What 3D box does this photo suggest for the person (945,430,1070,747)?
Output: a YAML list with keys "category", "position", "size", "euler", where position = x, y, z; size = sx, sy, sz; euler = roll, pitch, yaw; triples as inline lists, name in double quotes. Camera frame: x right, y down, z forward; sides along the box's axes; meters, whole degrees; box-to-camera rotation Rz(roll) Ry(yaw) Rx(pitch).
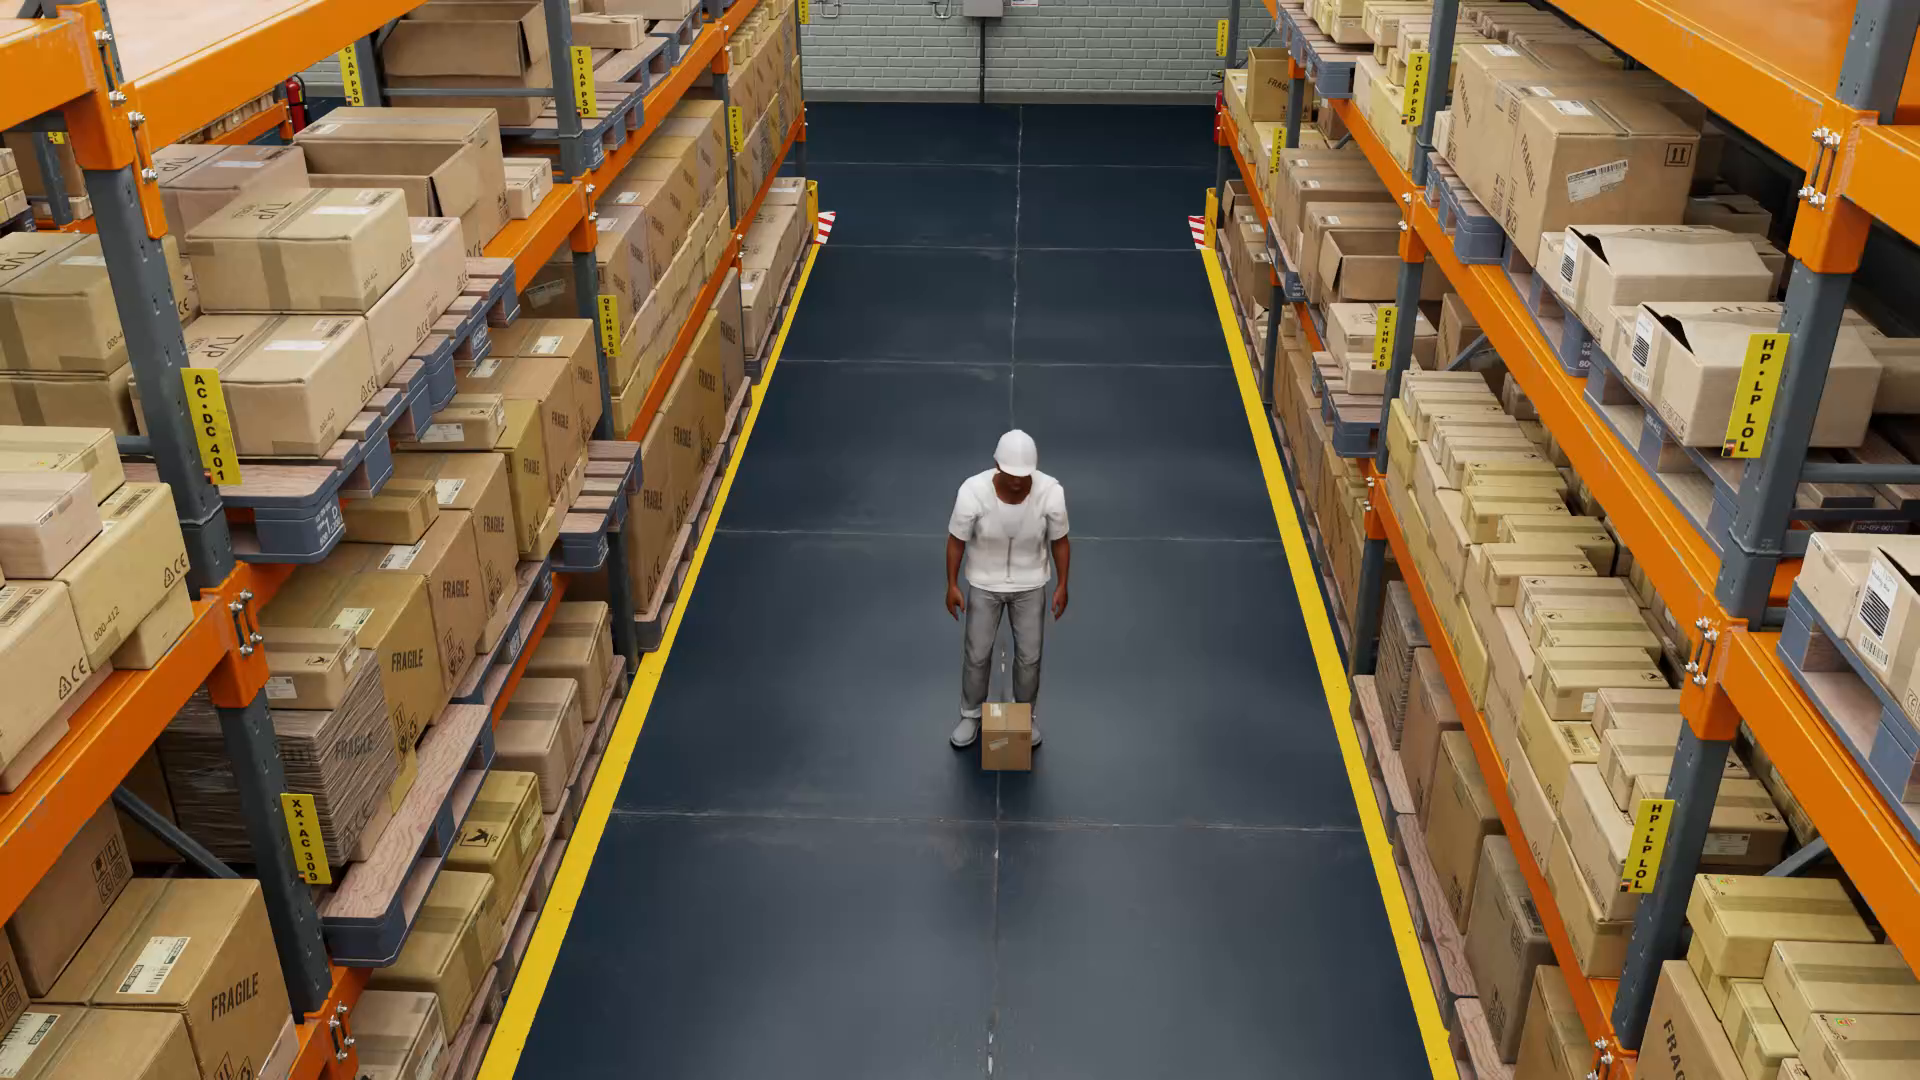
- category: "person"
  position: [0.241, 0.237, 8.388]
  size: [0.629, 1.759, 0.460]
  euler: [-1, 28, -1]
